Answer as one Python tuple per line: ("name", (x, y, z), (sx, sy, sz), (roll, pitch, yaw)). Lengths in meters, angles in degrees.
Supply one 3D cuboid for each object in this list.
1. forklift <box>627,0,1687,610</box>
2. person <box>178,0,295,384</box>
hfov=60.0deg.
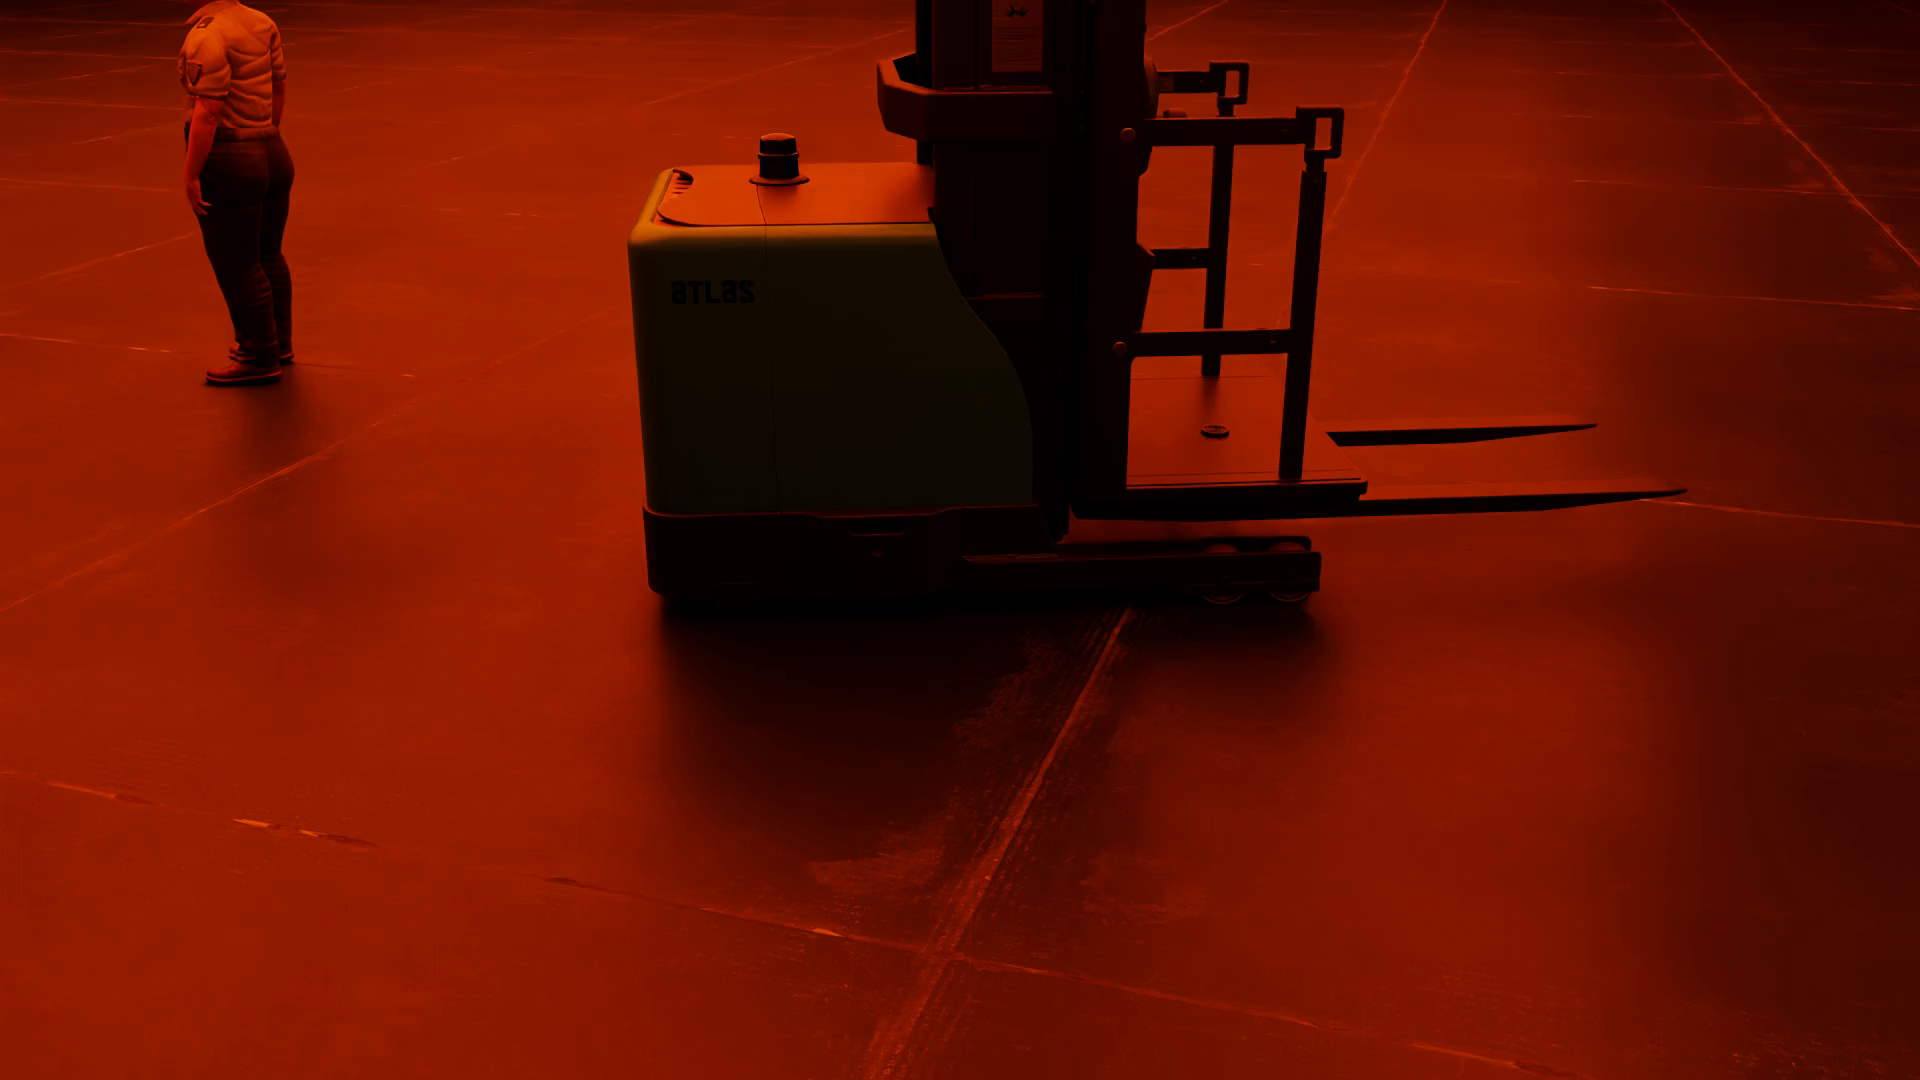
("forklift", (0.606, -1.374, 4.608), (3.031, 2.935, 1.130), (-2, 23, -4))
("person", (-2.851, -1.428, 6.408), (0.493, 1.654, 0.588), (4, 23, 9))
